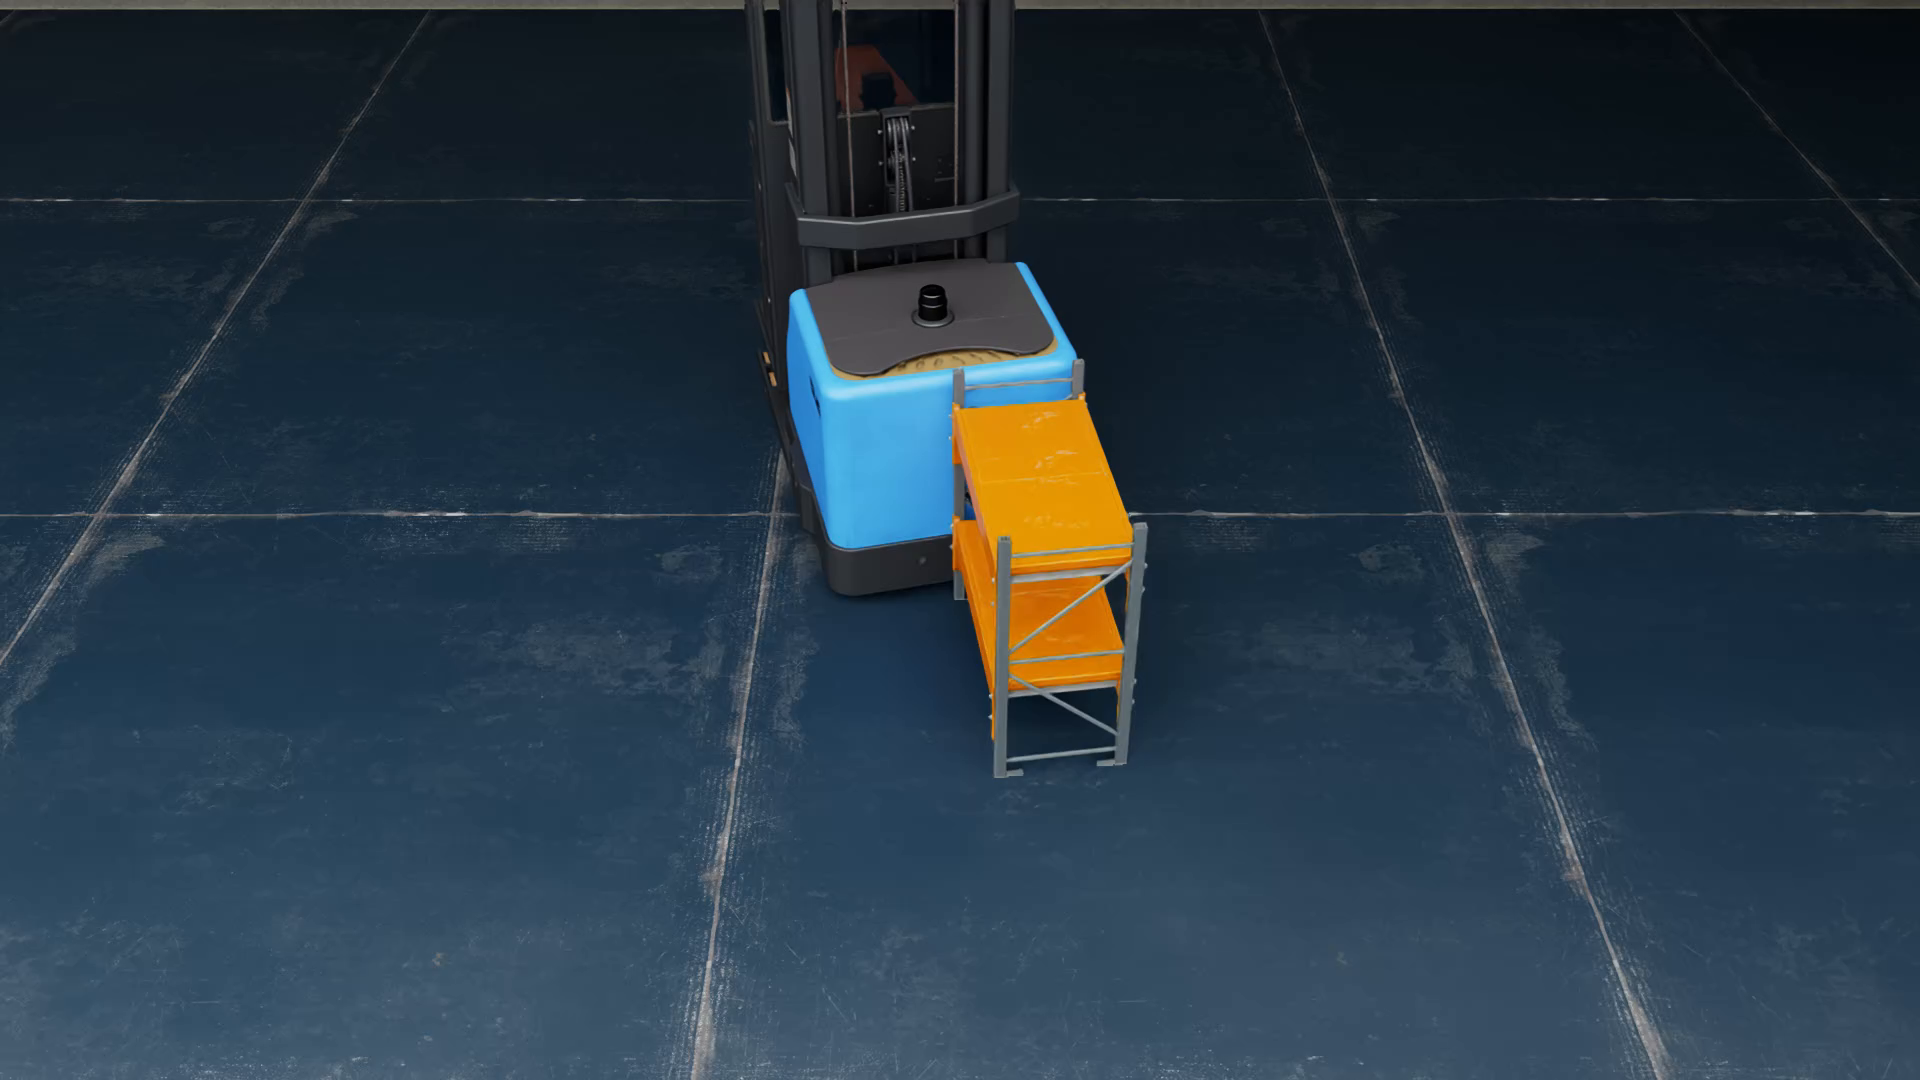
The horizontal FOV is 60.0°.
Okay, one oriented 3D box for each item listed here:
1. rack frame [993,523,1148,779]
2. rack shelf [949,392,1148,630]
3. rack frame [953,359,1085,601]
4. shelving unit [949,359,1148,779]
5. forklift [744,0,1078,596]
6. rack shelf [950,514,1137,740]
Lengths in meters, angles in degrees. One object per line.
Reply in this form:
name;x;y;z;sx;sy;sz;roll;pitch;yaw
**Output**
rack frame;0.373;0.413;5.835;0.500;1.125;0.032;-5;39;-7
rack shelf;0.297;-0.130;6.044;0.538;0.278;1.000;-5;39;-7
rack frame;0.222;-0.216;6.620;0.500;1.125;0.032;-5;39;-7
shelving unit;0.297;0.099;6.227;0.538;1.125;1.048;-5;39;-7
forklift;-0.375;-1.840;7.202;1.130;2.935;3.031;-9;40;-11
rack shelf;0.297;0.290;6.380;0.538;0.278;1.000;-5;39;-7
